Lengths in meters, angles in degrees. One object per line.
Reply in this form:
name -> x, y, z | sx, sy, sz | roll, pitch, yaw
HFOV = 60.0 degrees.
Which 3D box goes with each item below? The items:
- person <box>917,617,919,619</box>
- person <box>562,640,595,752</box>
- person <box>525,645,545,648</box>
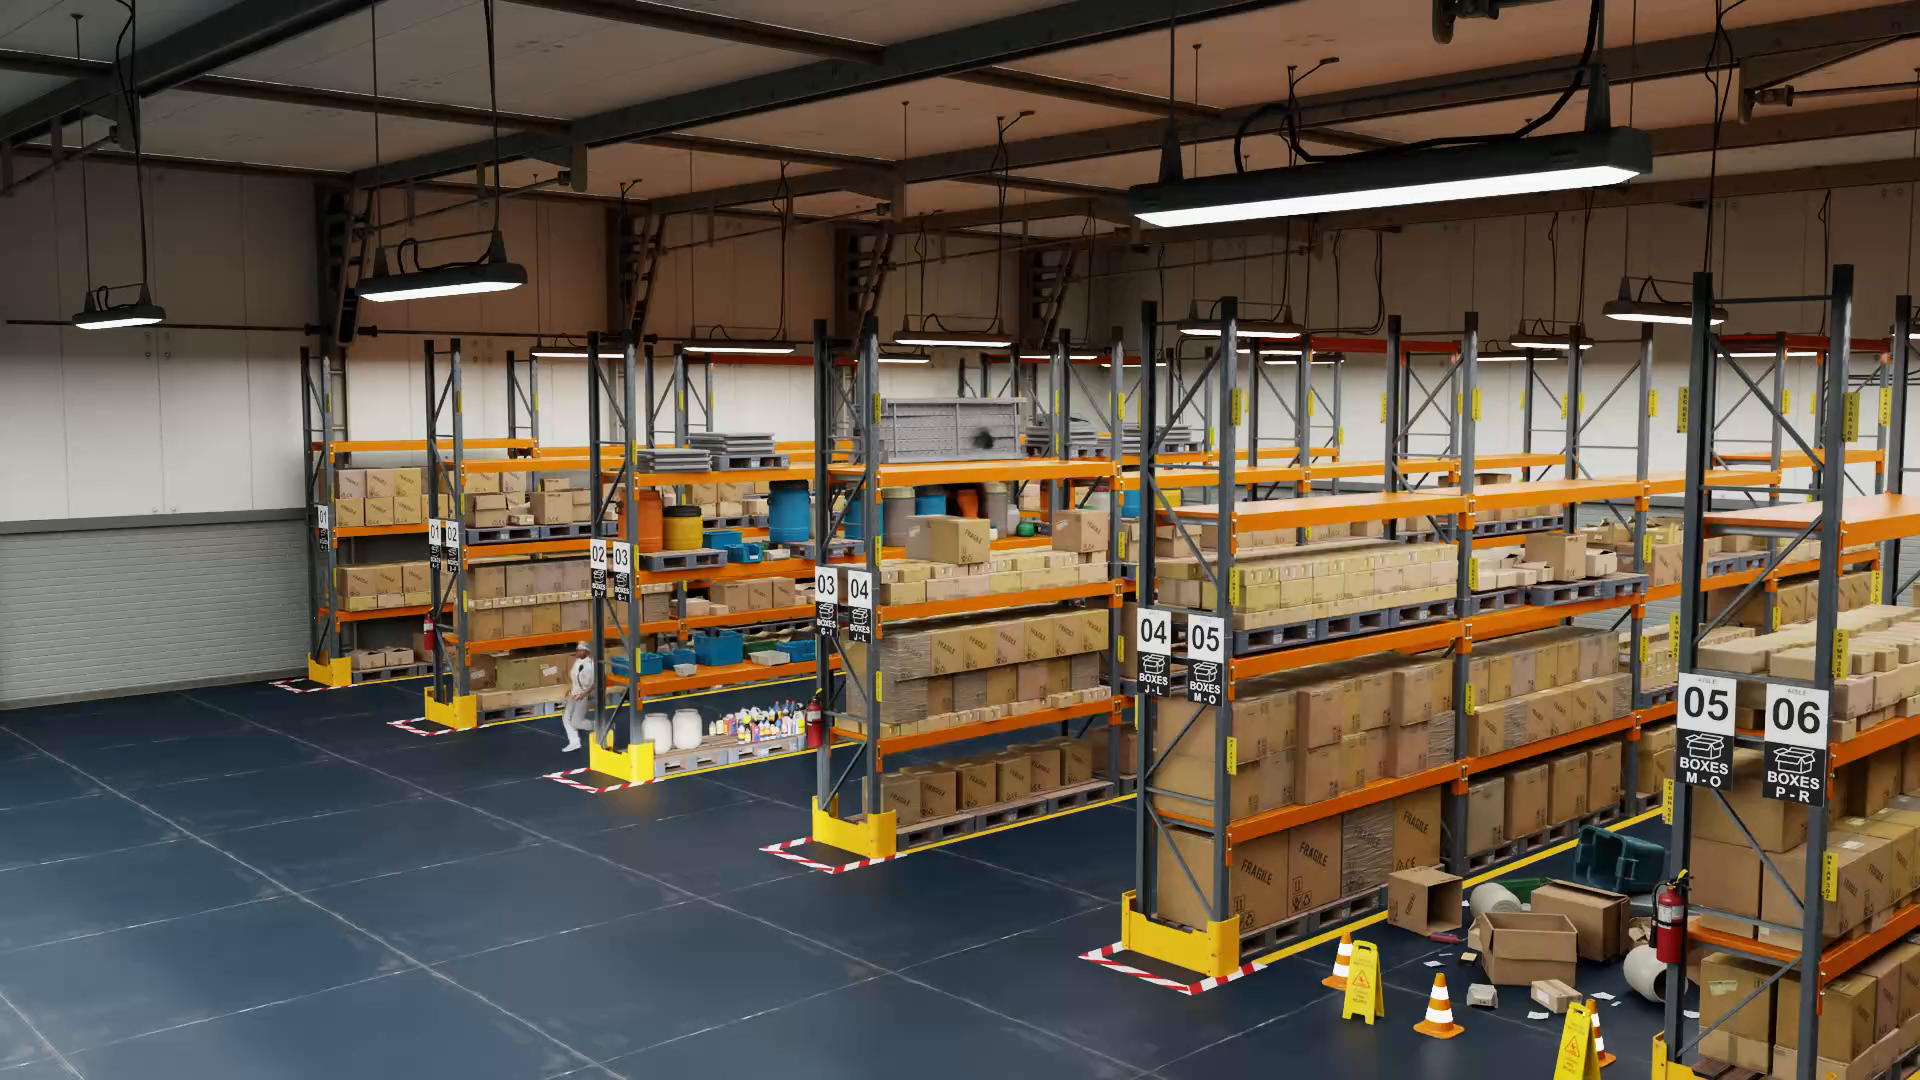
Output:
person -> -0.998, 1.825, 28.389 | 0.719, 1.682, 0.522 | 4, 7, 40
person -> -5.421, 2.252, 24.064 | 0.596, 1.652, 0.599 | -5, 7, -42
person -> -7.497, 1.680, 29.583 | 0.664, 1.739, 0.592 | 3, 6, 34
